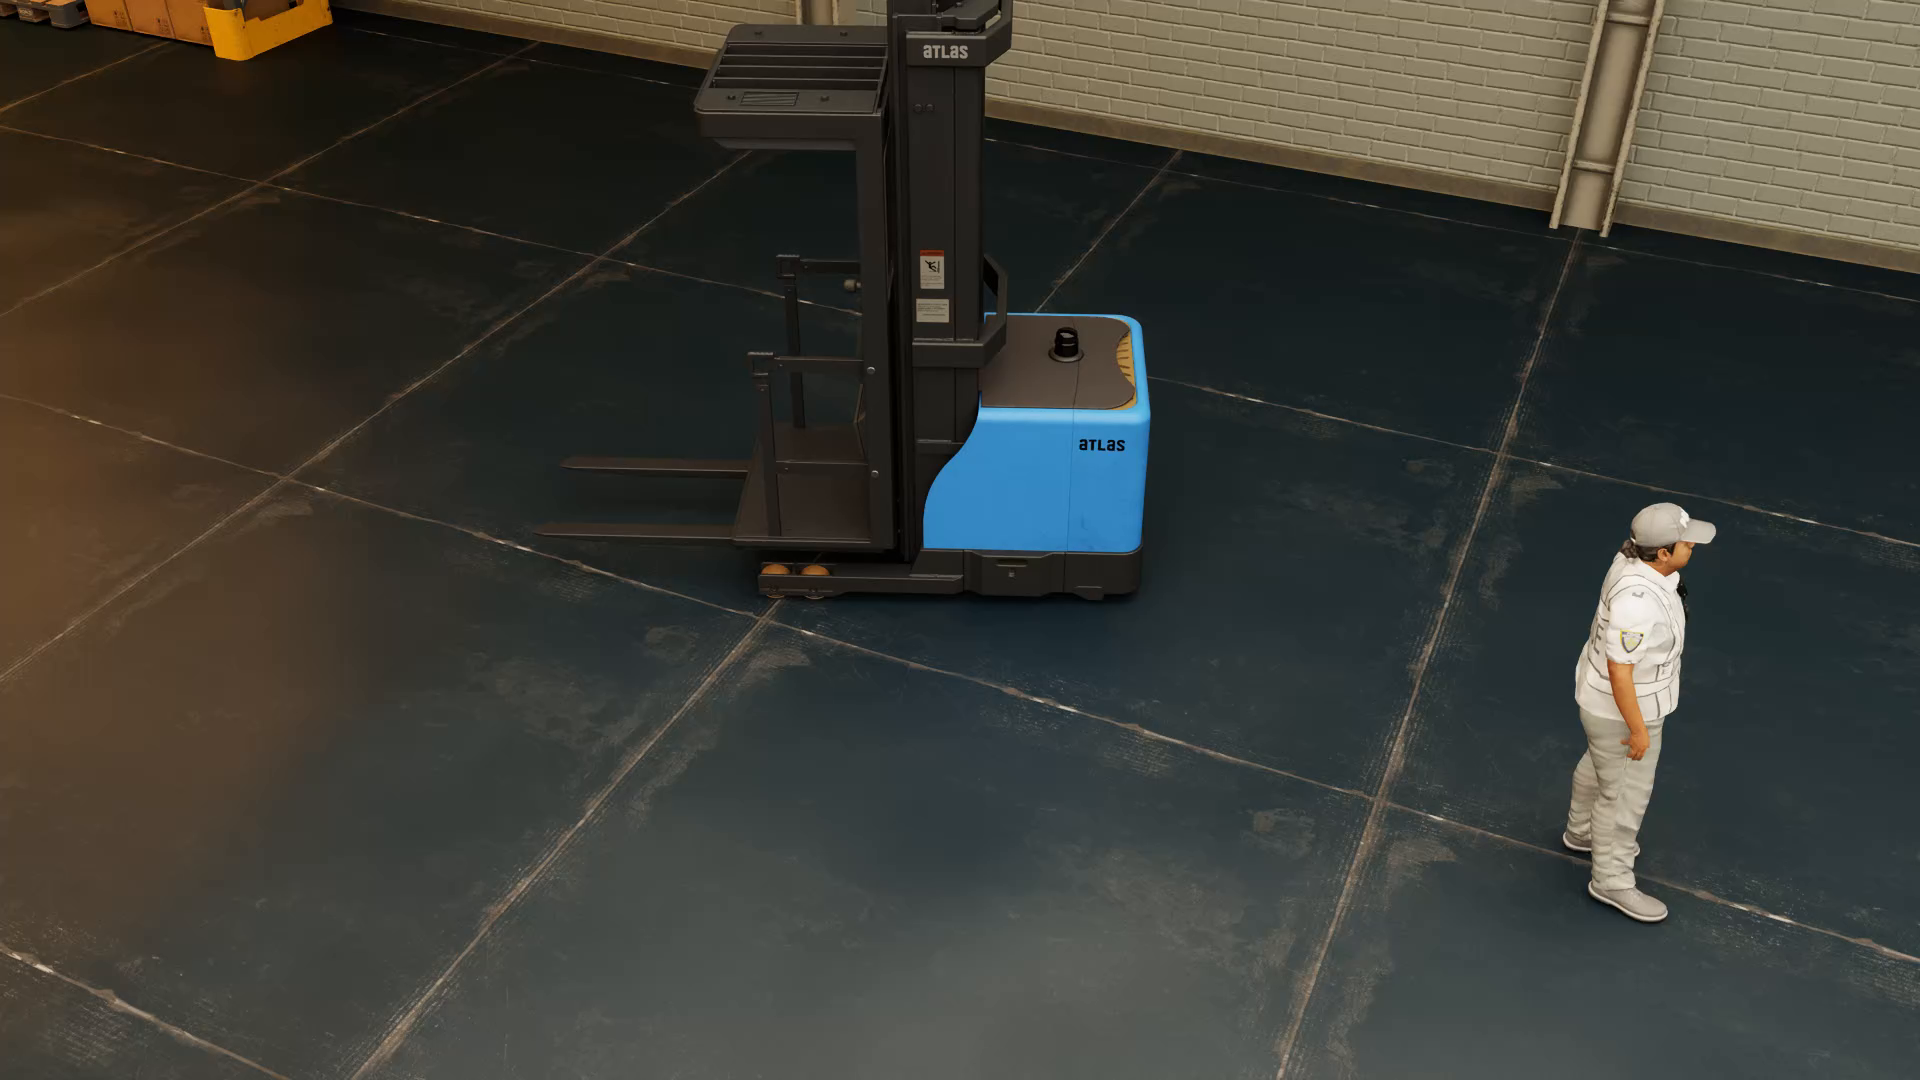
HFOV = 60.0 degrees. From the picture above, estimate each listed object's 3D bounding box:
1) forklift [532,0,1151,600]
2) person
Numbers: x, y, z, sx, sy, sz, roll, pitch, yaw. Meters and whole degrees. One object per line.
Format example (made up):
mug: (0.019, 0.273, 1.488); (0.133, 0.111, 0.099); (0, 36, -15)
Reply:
forklift: (-0.608, -1.208, 7.780); (3.031, 2.935, 1.130); (1, 36, 2)
person: (2.599, 0.618, 6.296); (0.529, 1.670, 0.598); (11, 37, 16)
